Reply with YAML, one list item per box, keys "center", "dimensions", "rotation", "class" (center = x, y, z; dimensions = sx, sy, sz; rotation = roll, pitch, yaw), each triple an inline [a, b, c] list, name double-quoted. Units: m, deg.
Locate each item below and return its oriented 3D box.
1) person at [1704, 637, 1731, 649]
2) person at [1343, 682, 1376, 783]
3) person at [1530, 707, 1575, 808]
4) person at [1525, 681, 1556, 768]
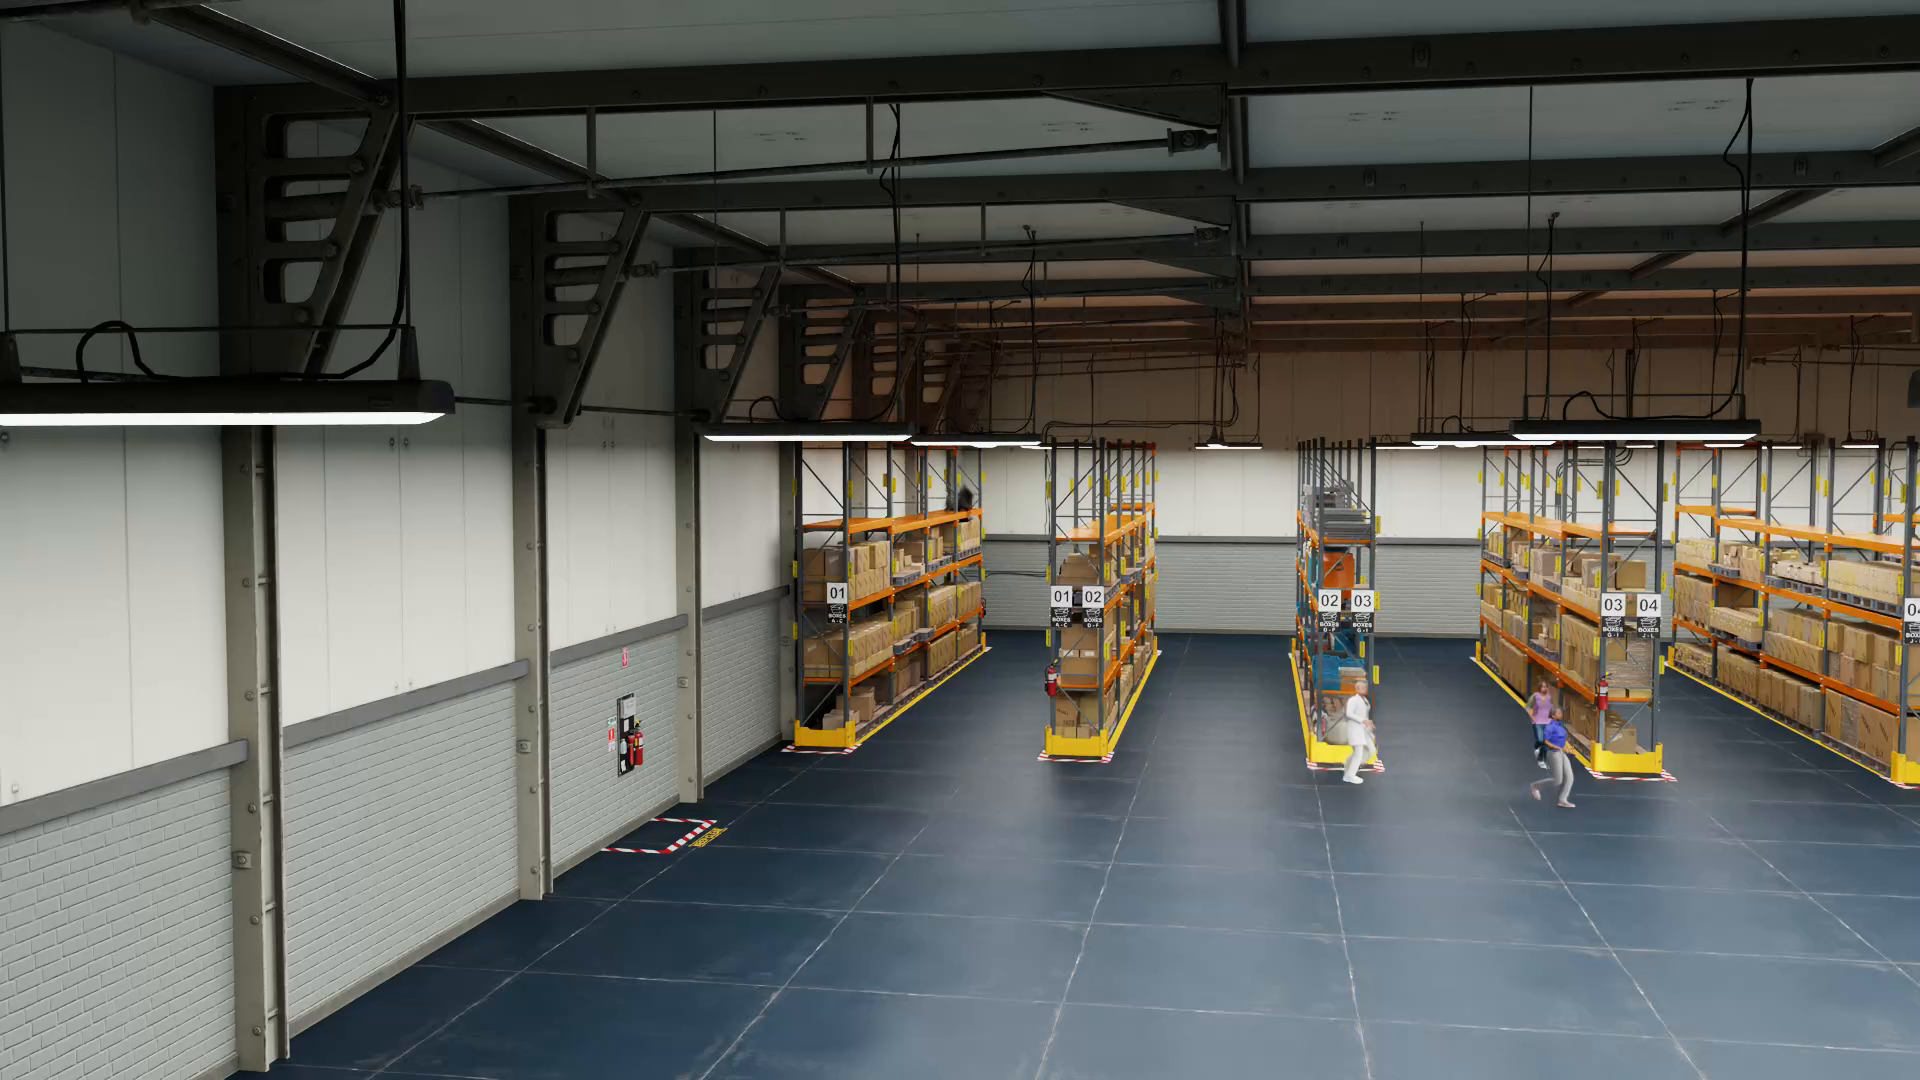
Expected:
- center: [20.795, 2.493, 45.699]
  dimensions: [0.804, 1.639, 0.557]
  rotation: [0, 3, 6]
  class: "person"
- center: [6.985, 3.331, 28.920]
  dimensions: [0.645, 1.730, 0.766]
  rotation: [2, 4, 38]
  class: "person"
- center: [9.606, 3.497, 26.867]
  dimensions: [0.703, 1.594, 0.581]
  rotation: [3, 4, 42]
  class: "person"
- center: [10.615, 3.349, 30.342]
  dimensions: [0.560, 1.572, 0.469]
  rotation: [0, 3, 8]
  class: "person"
